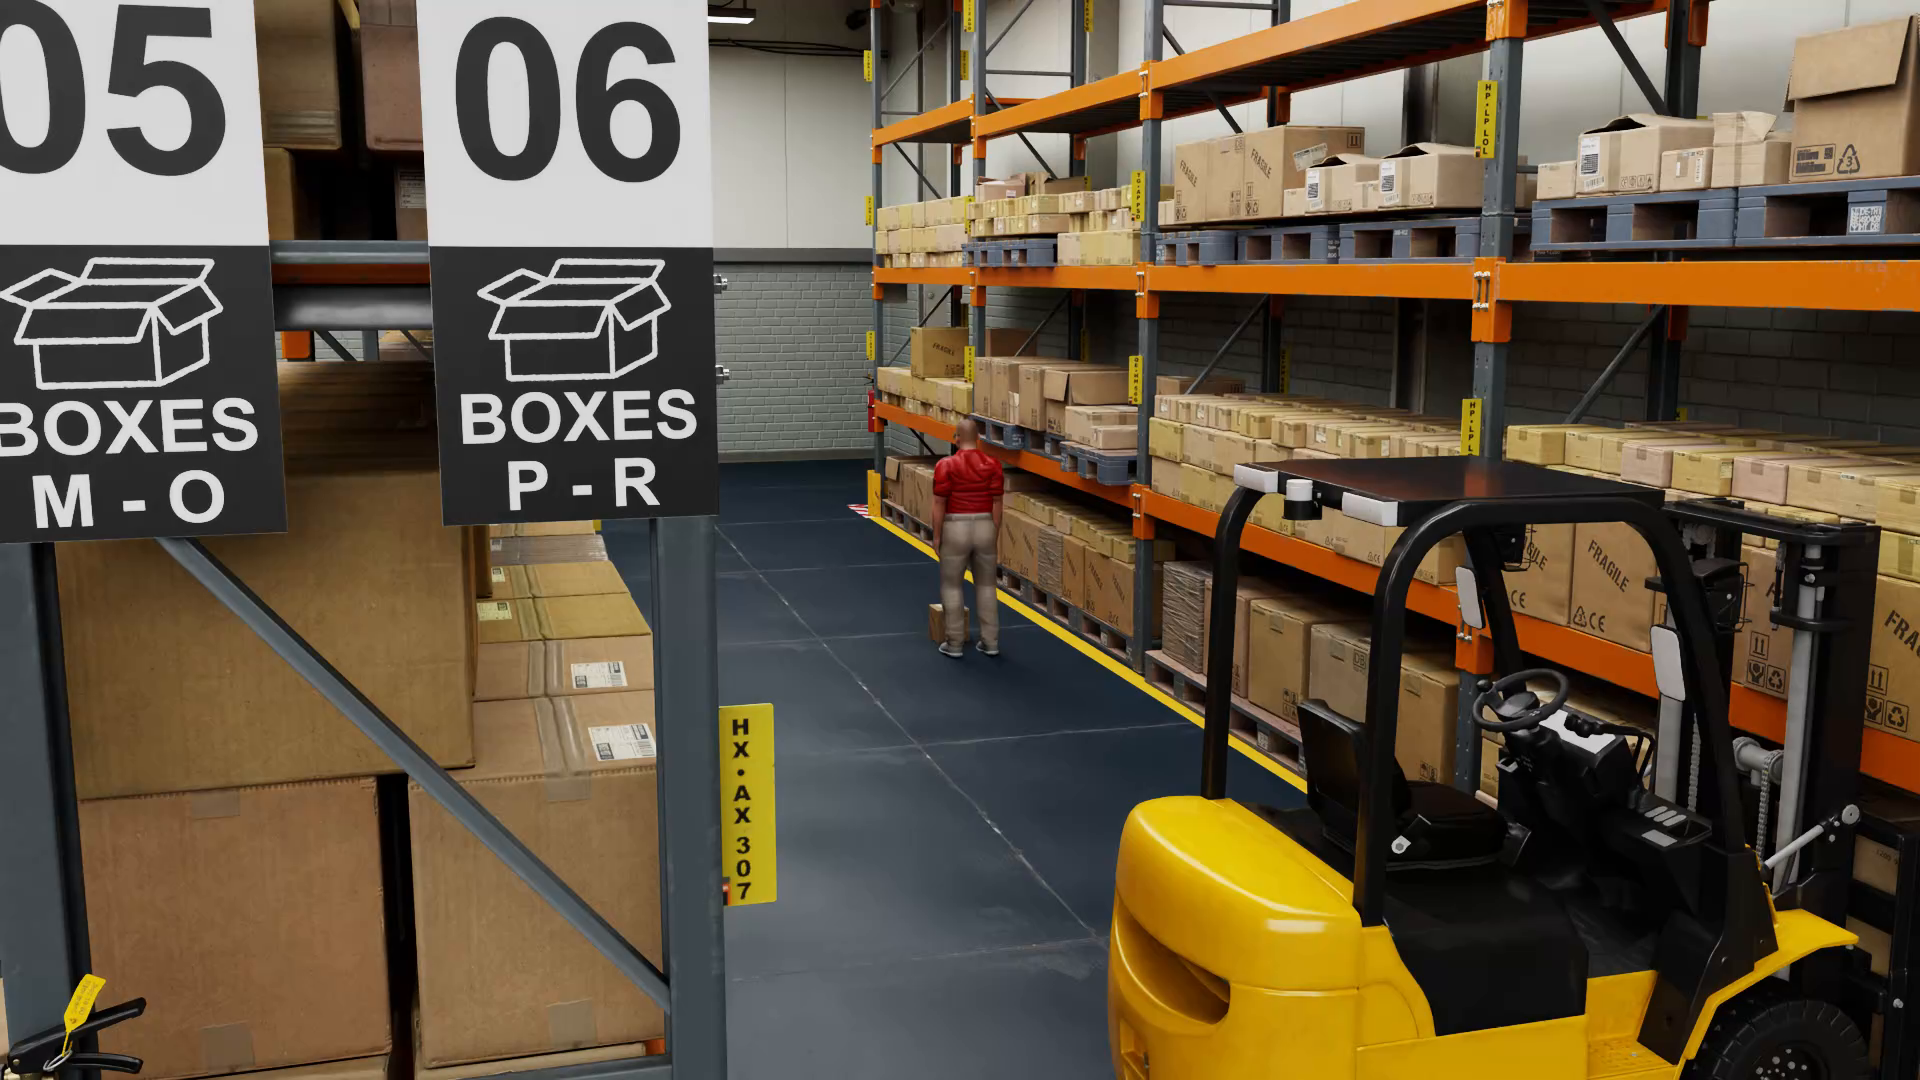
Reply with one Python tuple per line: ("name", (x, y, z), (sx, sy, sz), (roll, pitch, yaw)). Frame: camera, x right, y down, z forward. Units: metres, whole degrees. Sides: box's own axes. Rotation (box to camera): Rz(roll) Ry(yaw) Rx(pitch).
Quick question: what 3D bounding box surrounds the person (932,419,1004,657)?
("person", (0.042, -0.017, 12.063), (0.527, 1.723, 0.360), (-2, 9, -15))
